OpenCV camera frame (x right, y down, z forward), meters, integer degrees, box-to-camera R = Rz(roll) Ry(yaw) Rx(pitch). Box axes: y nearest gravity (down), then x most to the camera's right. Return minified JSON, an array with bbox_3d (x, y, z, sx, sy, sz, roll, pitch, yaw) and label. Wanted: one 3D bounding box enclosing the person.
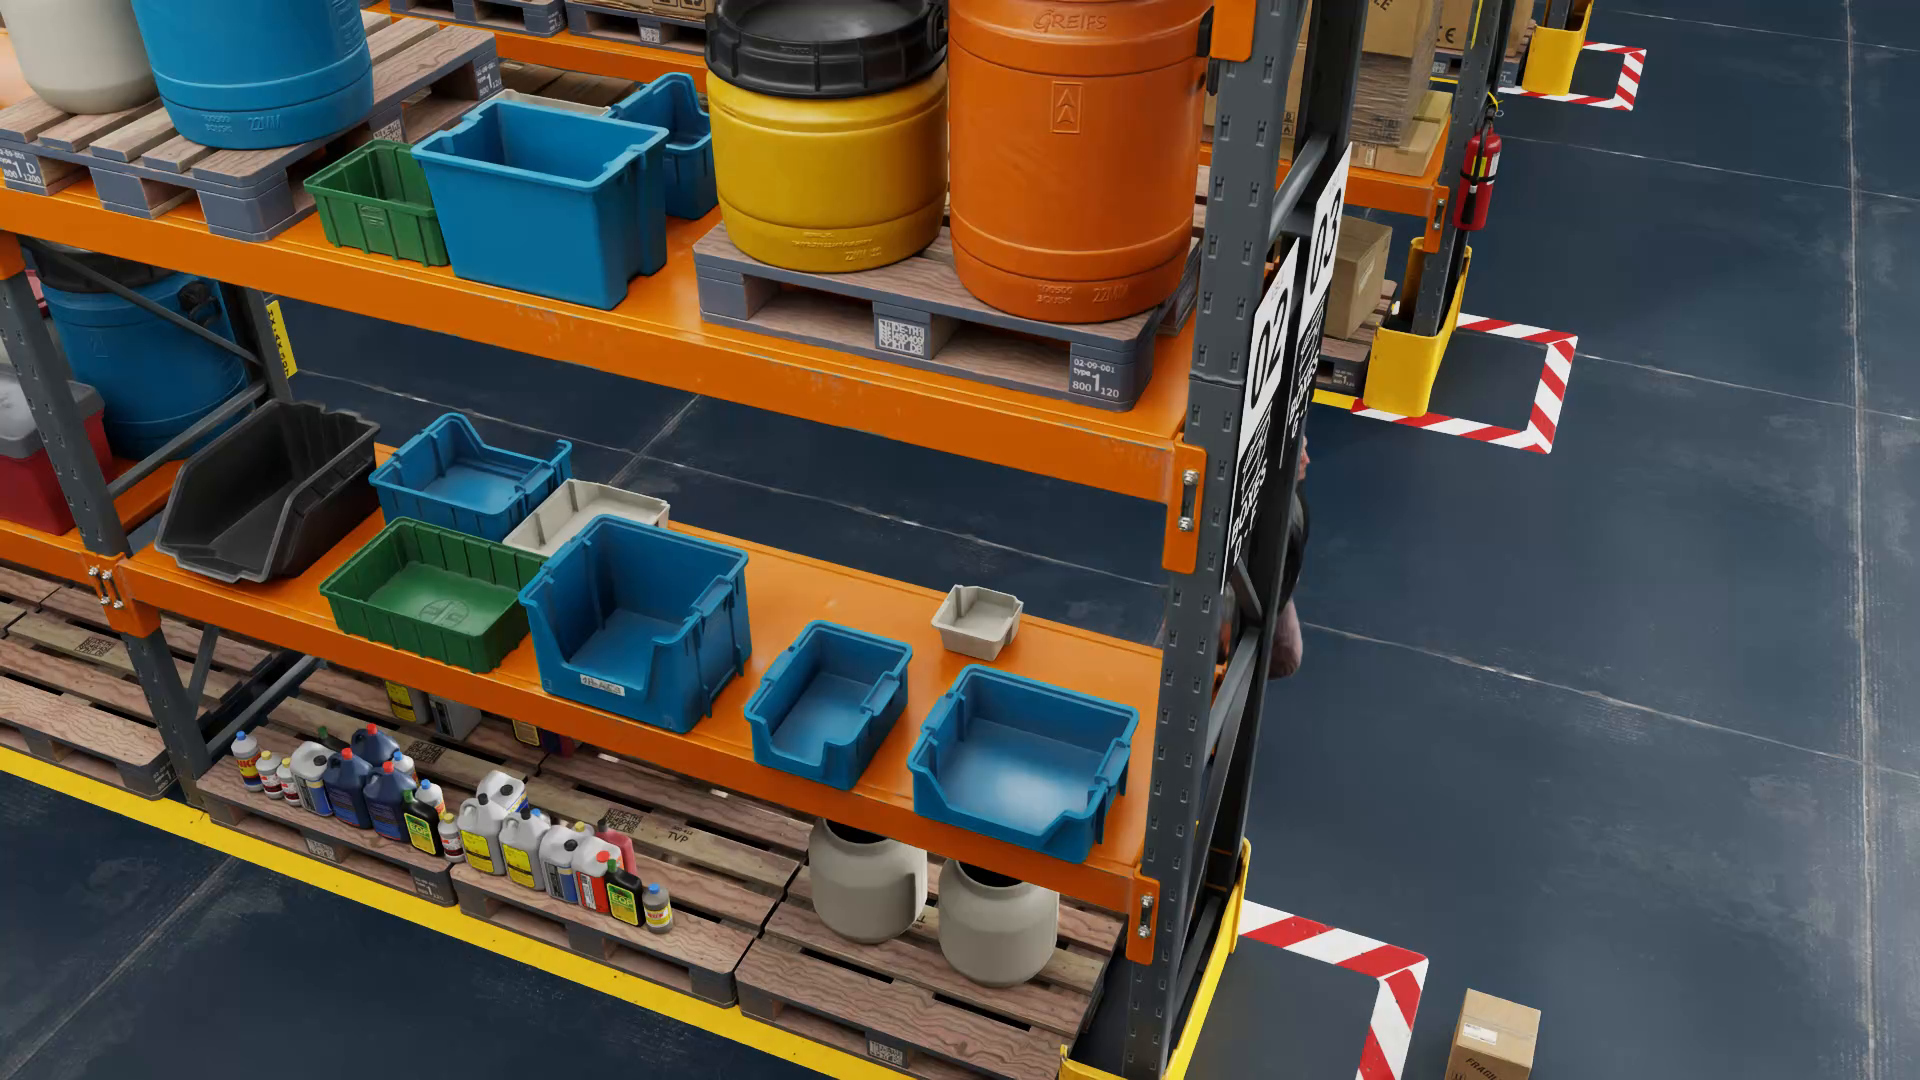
[{"bbox_3d":[1.105,0.224,6.541,0.494,1.712,0.604,17,40,21],"label":"person"}]
